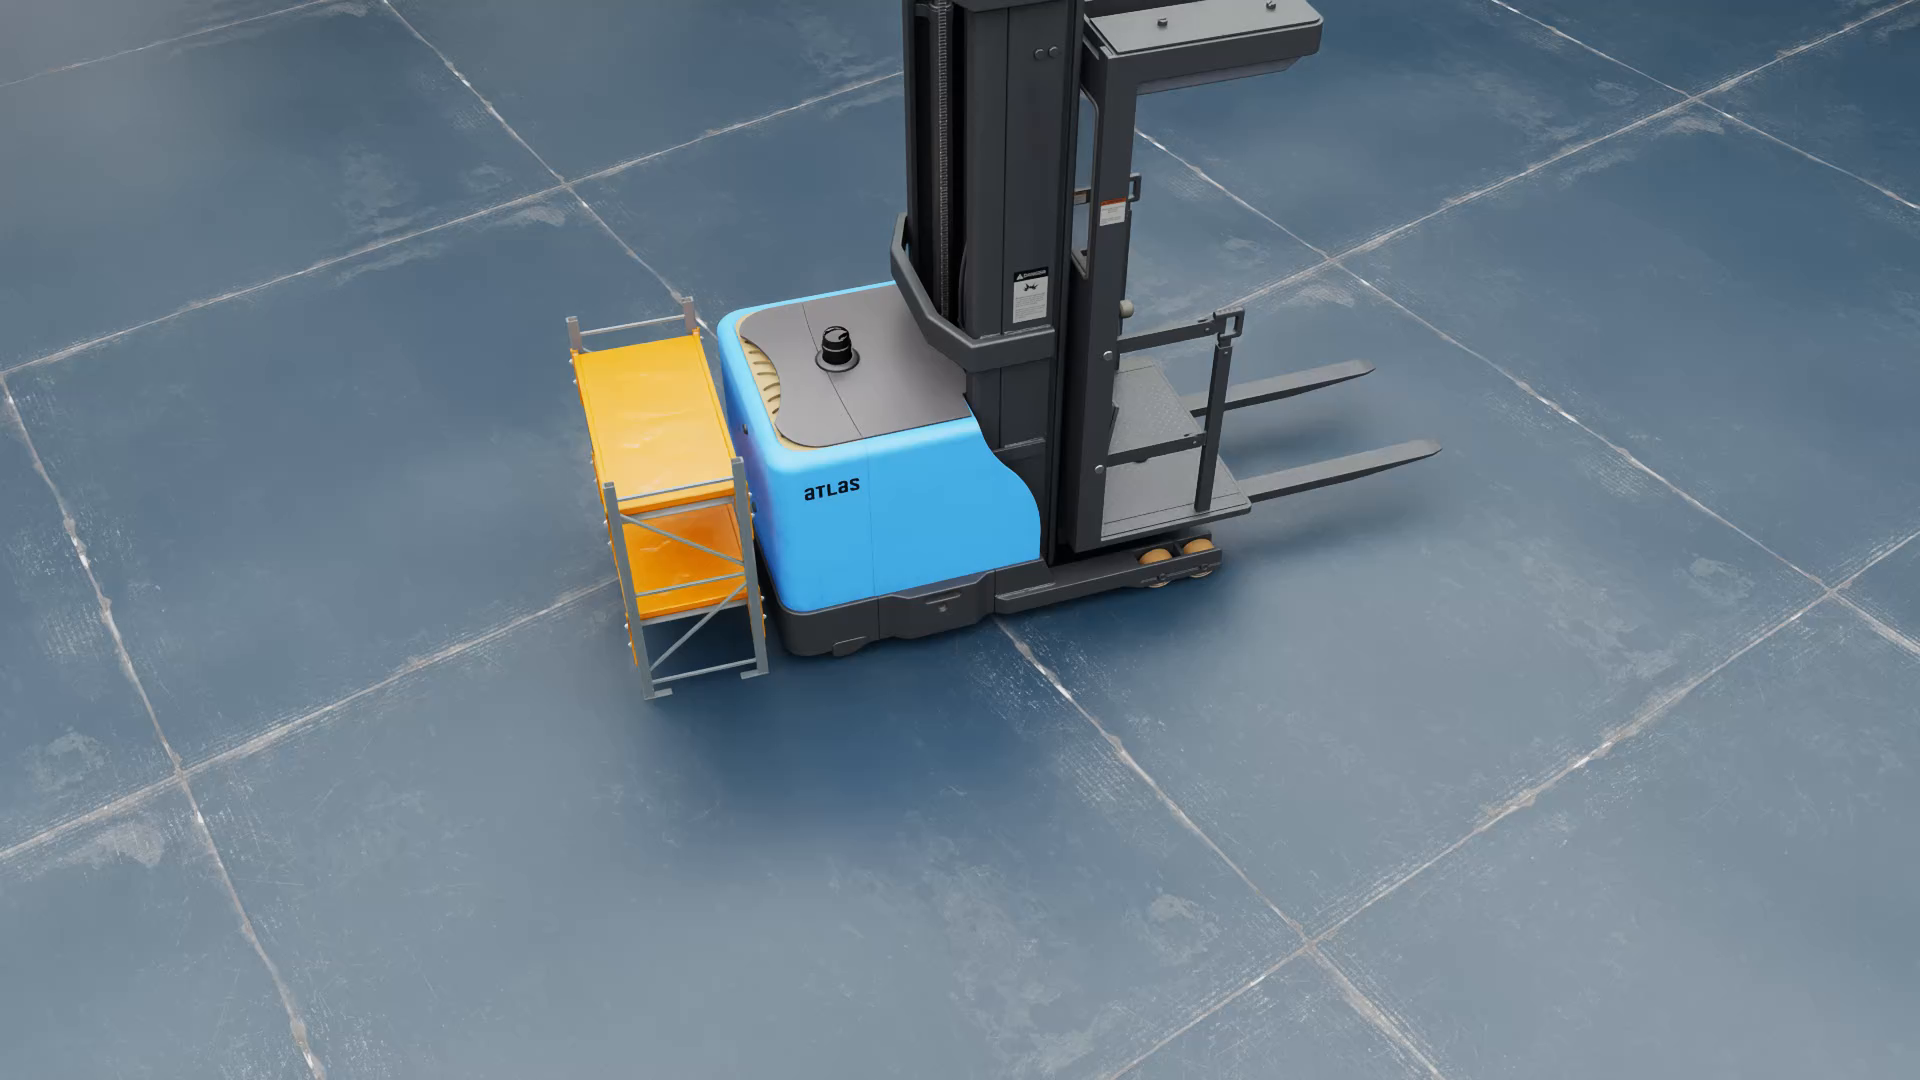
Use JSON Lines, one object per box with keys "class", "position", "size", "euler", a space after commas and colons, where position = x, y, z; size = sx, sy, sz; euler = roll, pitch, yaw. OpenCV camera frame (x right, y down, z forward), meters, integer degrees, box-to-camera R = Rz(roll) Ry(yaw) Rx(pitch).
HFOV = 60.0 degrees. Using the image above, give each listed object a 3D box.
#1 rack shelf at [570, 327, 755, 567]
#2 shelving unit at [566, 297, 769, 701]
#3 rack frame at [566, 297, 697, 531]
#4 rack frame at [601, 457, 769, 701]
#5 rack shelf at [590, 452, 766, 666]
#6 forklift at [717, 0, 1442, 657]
{"class": "rack shelf", "position": [-1.157, -0.379, 6.400], "size": [0.538, 0.278, 1.000], "euler": [-12, 45, -12]}
{"class": "shelving unit", "position": [-1.157, -0.168, 6.602], "size": [0.538, 1.125, 1.048], "euler": [-12, 45, -12]}
{"class": "rack frame", "position": [-1.303, -0.504, 6.954], "size": [0.500, 1.125, 0.032], "euler": [-12, 45, -12]}
{"class": "rack frame", "position": [-1.011, 0.168, 6.250], "size": [0.500, 1.125, 0.032], "euler": [-12, 45, -12]}
{"class": "rack shelf", "position": [-1.157, 0.009, 6.771], "size": [0.538, 0.278, 1.000], "euler": [-12, 45, -12]}
{"class": "forklift", "position": [0.591, -1.195, 6.370], "size": [3.031, 2.935, 1.130], "euler": [-13, 45, -13]}
